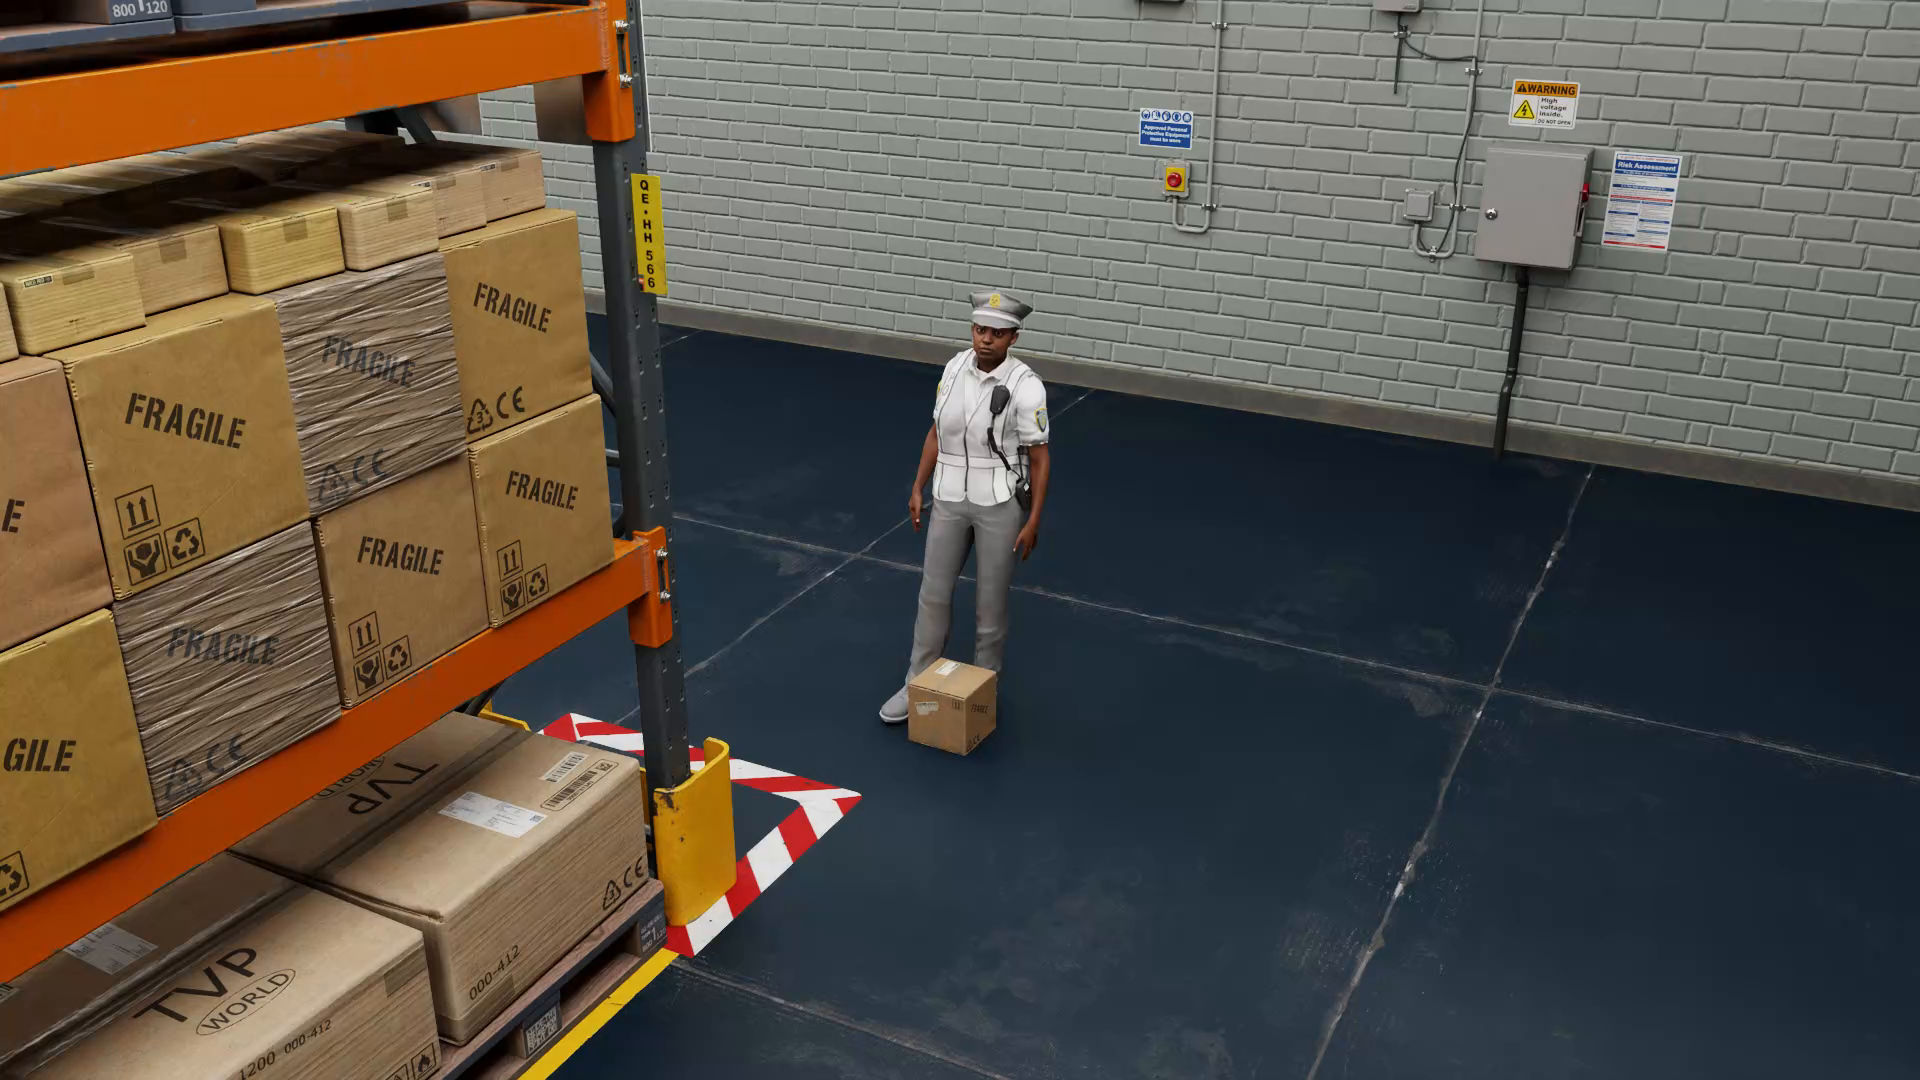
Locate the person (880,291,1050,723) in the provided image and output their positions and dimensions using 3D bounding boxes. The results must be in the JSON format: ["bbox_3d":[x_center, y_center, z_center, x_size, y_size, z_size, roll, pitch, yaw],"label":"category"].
[{"bbox_3d":[0.032,-0.111,6.292,0.569,1.695,0.530,11,25,25],"label":"person"}]
